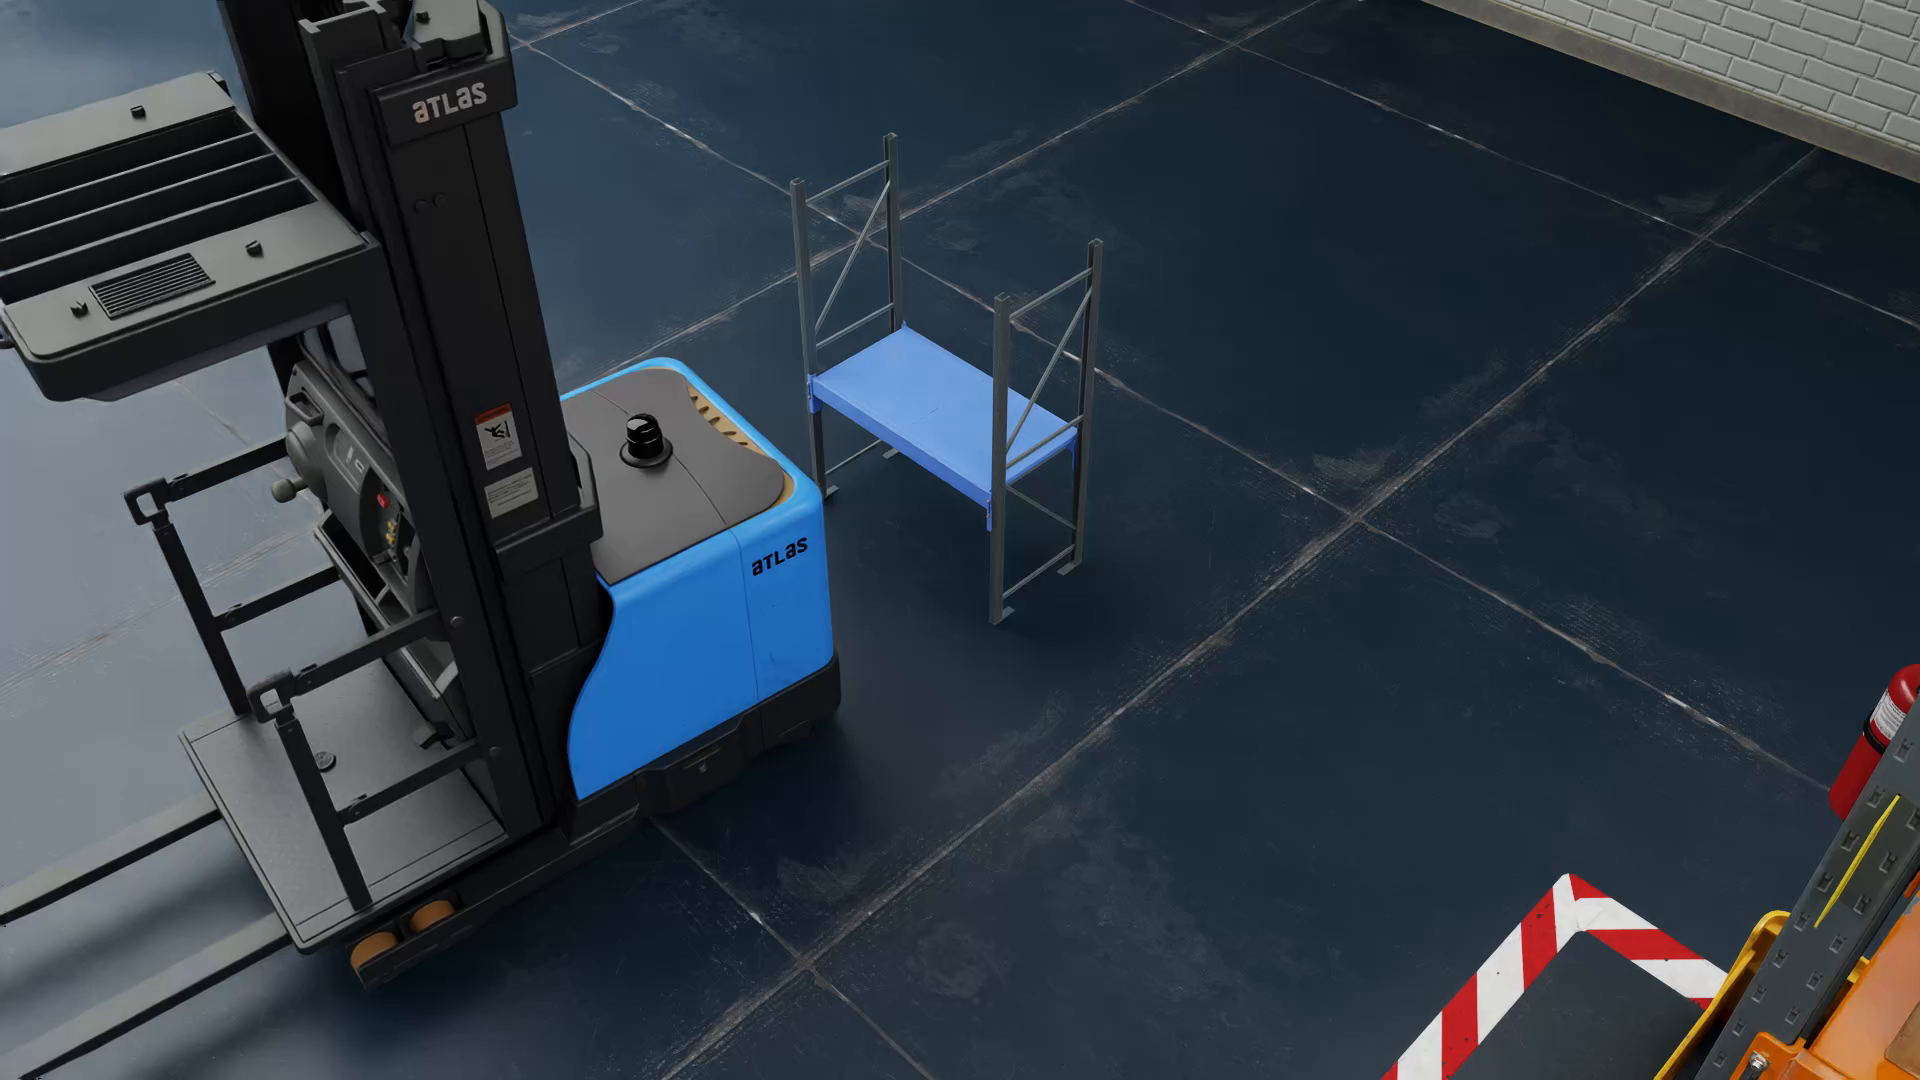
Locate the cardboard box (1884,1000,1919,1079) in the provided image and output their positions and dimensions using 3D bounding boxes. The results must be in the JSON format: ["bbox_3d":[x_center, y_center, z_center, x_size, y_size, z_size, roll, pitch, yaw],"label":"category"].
[{"bbox_3d":[2.428,0.895,3.498,0.700,0.500,0.500,-34,53,-31],"label":"cardboard box"}]

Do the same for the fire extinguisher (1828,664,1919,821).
[{"bbox_3d":[2.353,0.450,4.110,0.296,0.674,0.183,-34,53,-31],"label":"fire extinguisher"}]

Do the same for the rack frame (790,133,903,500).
[{"bbox_3d":[-0.419,-0.836,6.550,0.500,1.500,0.032,-34,53,-31],"label":"rack frame"}]

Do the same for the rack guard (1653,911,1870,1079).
[{"bbox_3d":[2.091,1.608,4.642,1.175,0.500,0.348,-34,53,-31],"label":"rack guard"}]

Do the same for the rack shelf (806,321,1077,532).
[{"bbox_3d":[-0.060,-0.460,6.407,0.538,0.185,1.000,-34,53,-31],"label":"rack shelf"}]

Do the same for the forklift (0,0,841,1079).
[{"bbox_3d":[-1.905,-0.088,4.686,3.031,2.935,1.130,-28,50,-27],"label":"forklift"}]

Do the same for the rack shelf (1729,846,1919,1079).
[{"bbox_3d":[3.520,1.926,2.985,1.077,0.370,4.000,-34,53,-31],"label":"rack shelf"}]

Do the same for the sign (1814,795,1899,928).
[{"bbox_3d":[1.711,0.617,3.175,0.100,0.325,0.005,-34,53,-31],"label":"sign"}]

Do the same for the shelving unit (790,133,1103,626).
[{"bbox_3d":[-0.060,-0.592,6.285,0.538,1.500,1.048,-34,53,-31],"label":"shelving unit"}]

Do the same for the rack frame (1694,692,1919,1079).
[{"bbox_3d":[2.108,0.701,3.781,1.000,3.000,0.127,-34,53,-31],"label":"rack frame"}]

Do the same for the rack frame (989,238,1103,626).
[{"bbox_3d":[0.299,-0.348,6.021,0.500,1.500,0.032,-34,53,-31],"label":"rack frame"}]
